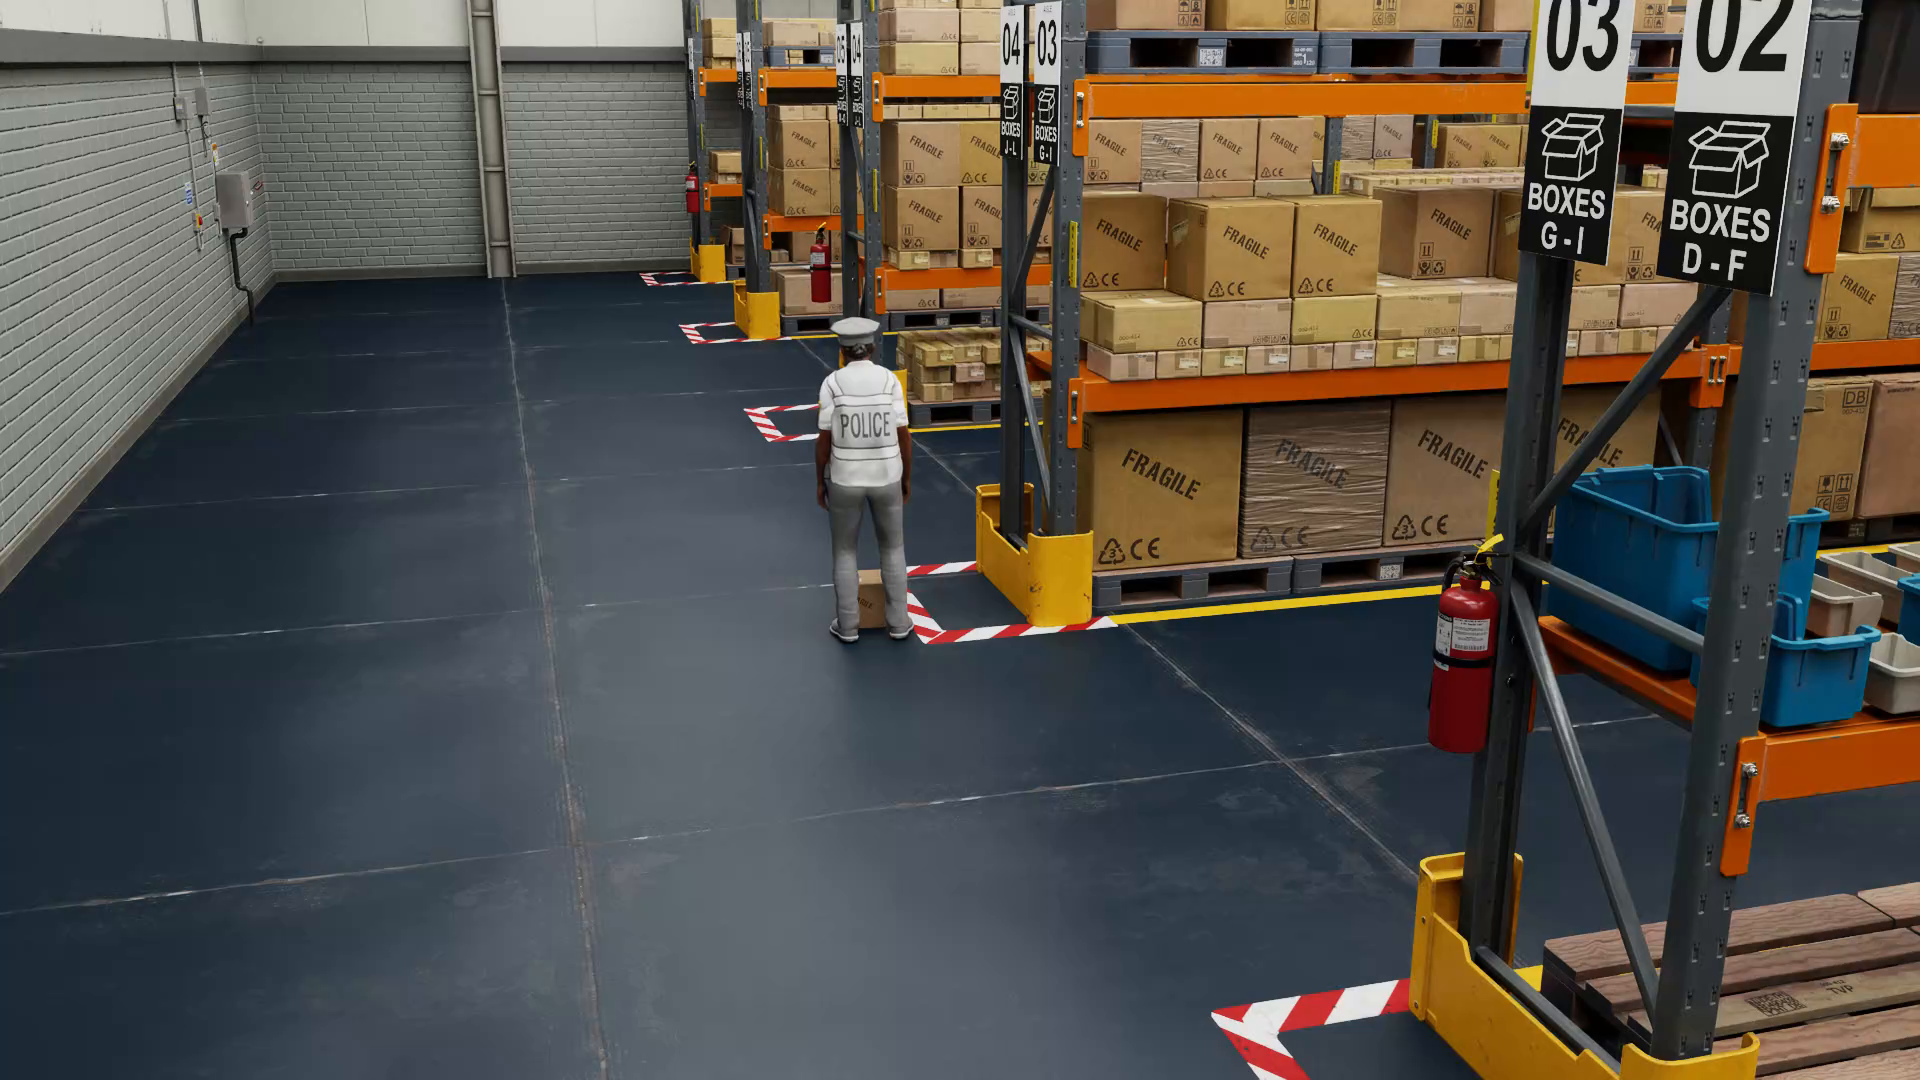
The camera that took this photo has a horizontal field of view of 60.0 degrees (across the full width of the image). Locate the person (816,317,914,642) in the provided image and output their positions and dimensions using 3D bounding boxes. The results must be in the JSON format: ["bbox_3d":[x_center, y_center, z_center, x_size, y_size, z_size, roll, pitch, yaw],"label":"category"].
[{"bbox_3d":[-0.485,-0.294,8.556,0.512,1.657,0.399,-3,16,-9],"label":"person"}]
